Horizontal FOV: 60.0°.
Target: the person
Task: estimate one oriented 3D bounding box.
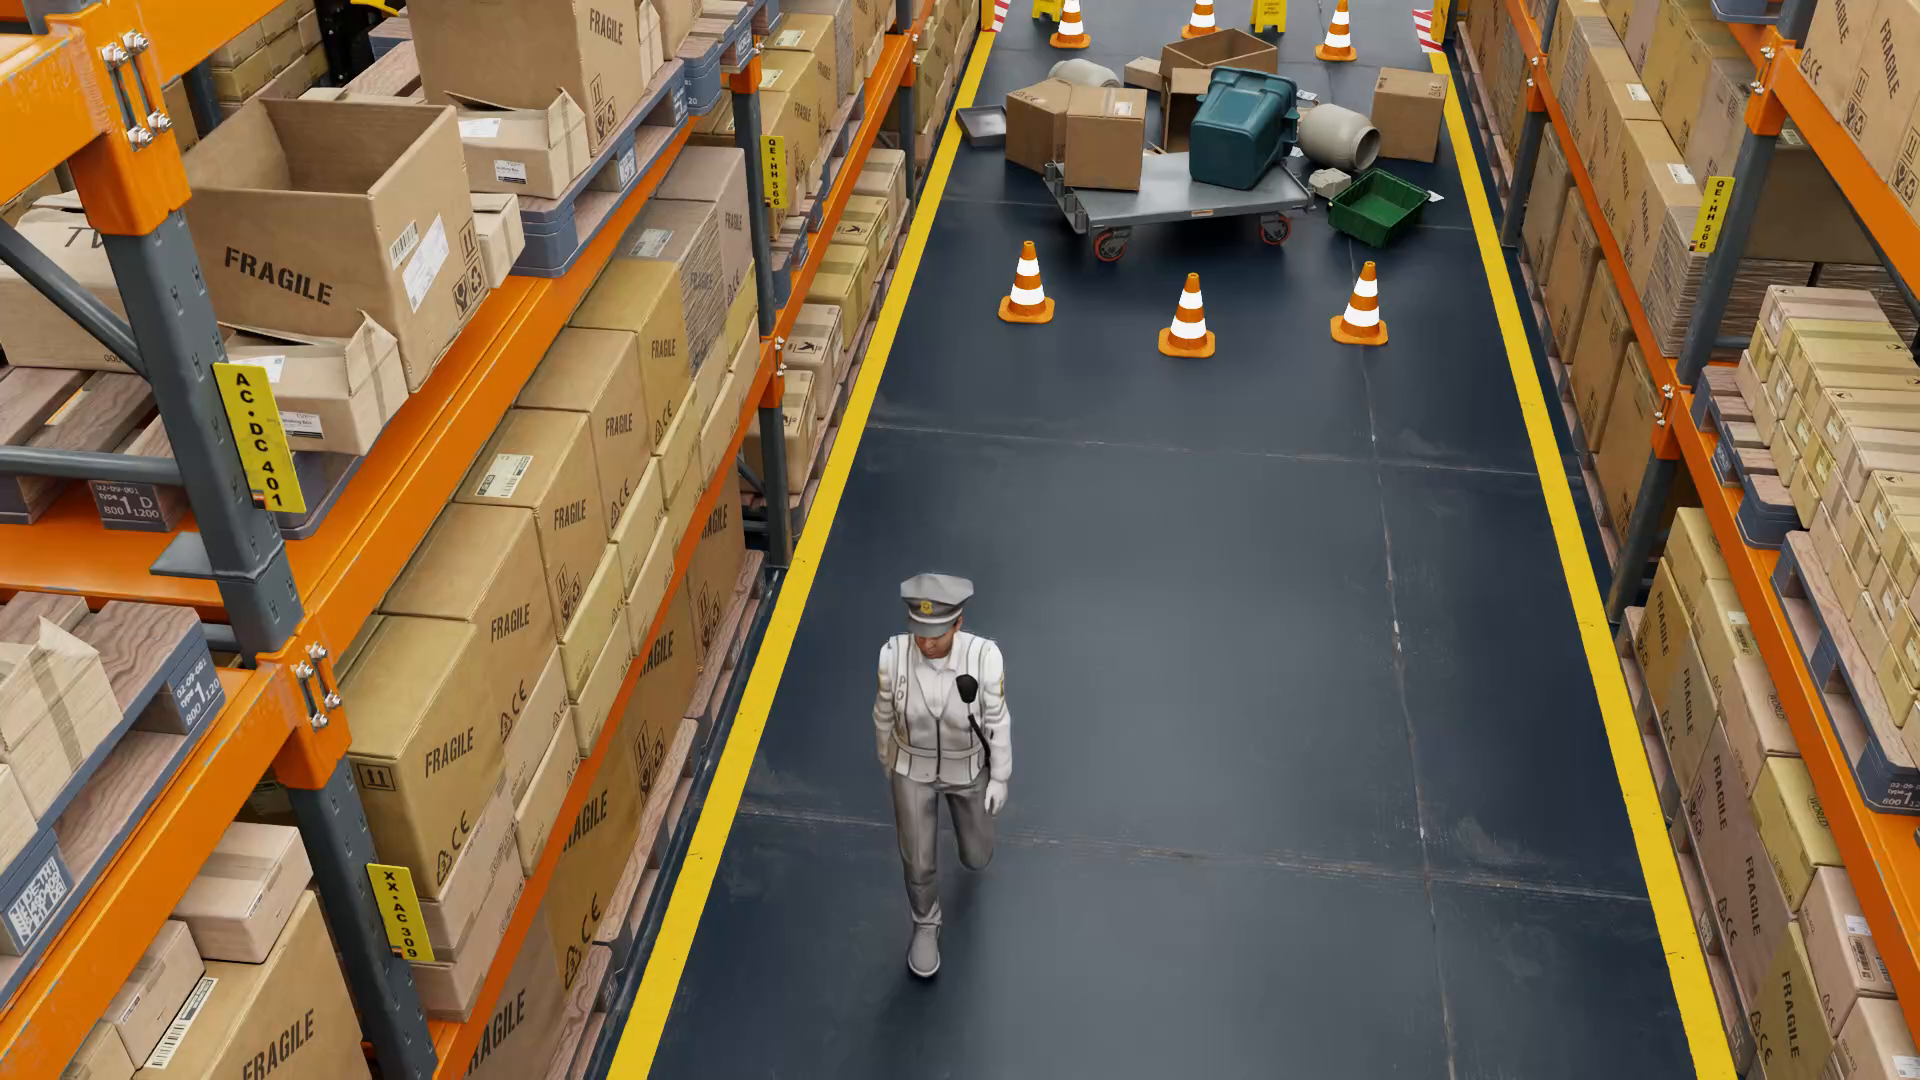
[{"bbox_3d":[-0.061,0.776,5.936,0.492,1.660,0.641,1,36,1],"label":"person"}]
